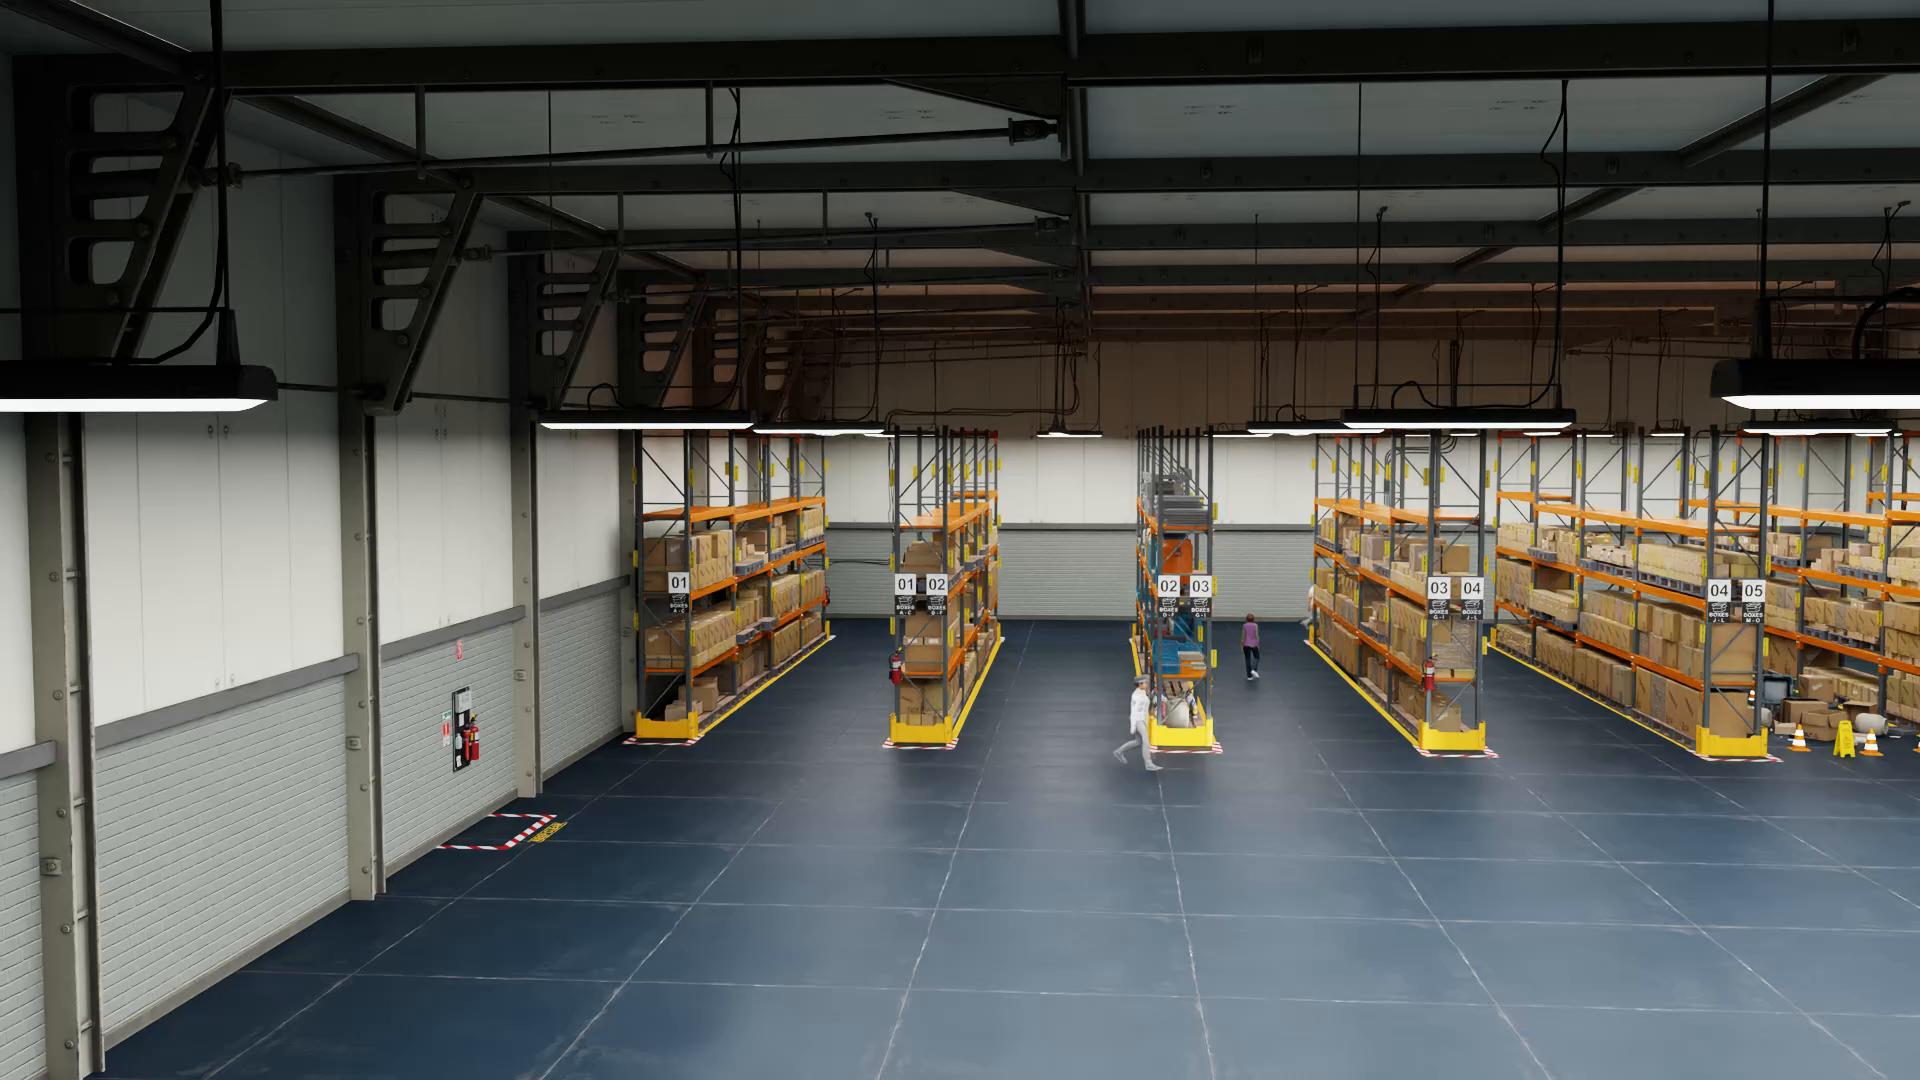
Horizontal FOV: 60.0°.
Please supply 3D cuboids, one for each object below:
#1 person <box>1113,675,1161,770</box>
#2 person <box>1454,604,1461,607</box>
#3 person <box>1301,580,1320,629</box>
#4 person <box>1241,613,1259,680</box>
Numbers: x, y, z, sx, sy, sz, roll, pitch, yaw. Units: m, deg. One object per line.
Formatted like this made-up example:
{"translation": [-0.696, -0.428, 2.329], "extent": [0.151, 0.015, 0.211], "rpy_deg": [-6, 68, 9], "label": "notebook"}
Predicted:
{"translation": [3.105, 3.155, 28.960], "extent": [0.897, 1.636, 0.514], "rpy_deg": [1, 4, 23], "label": "person"}
{"translation": [13.638, 2.157, 45.835], "extent": [0.716, 1.635, 0.711], "rpy_deg": [1, 4, 14], "label": "person"}
{"translation": [10.716, 1.947, 49.980], "extent": [1.013, 1.554, 0.466], "rpy_deg": [2, 4, 31], "label": "person"}
{"translation": [6.916, 2.544, 39.642], "extent": [0.438, 1.596, 0.408], "rpy_deg": [1, 4, 12], "label": "person"}
